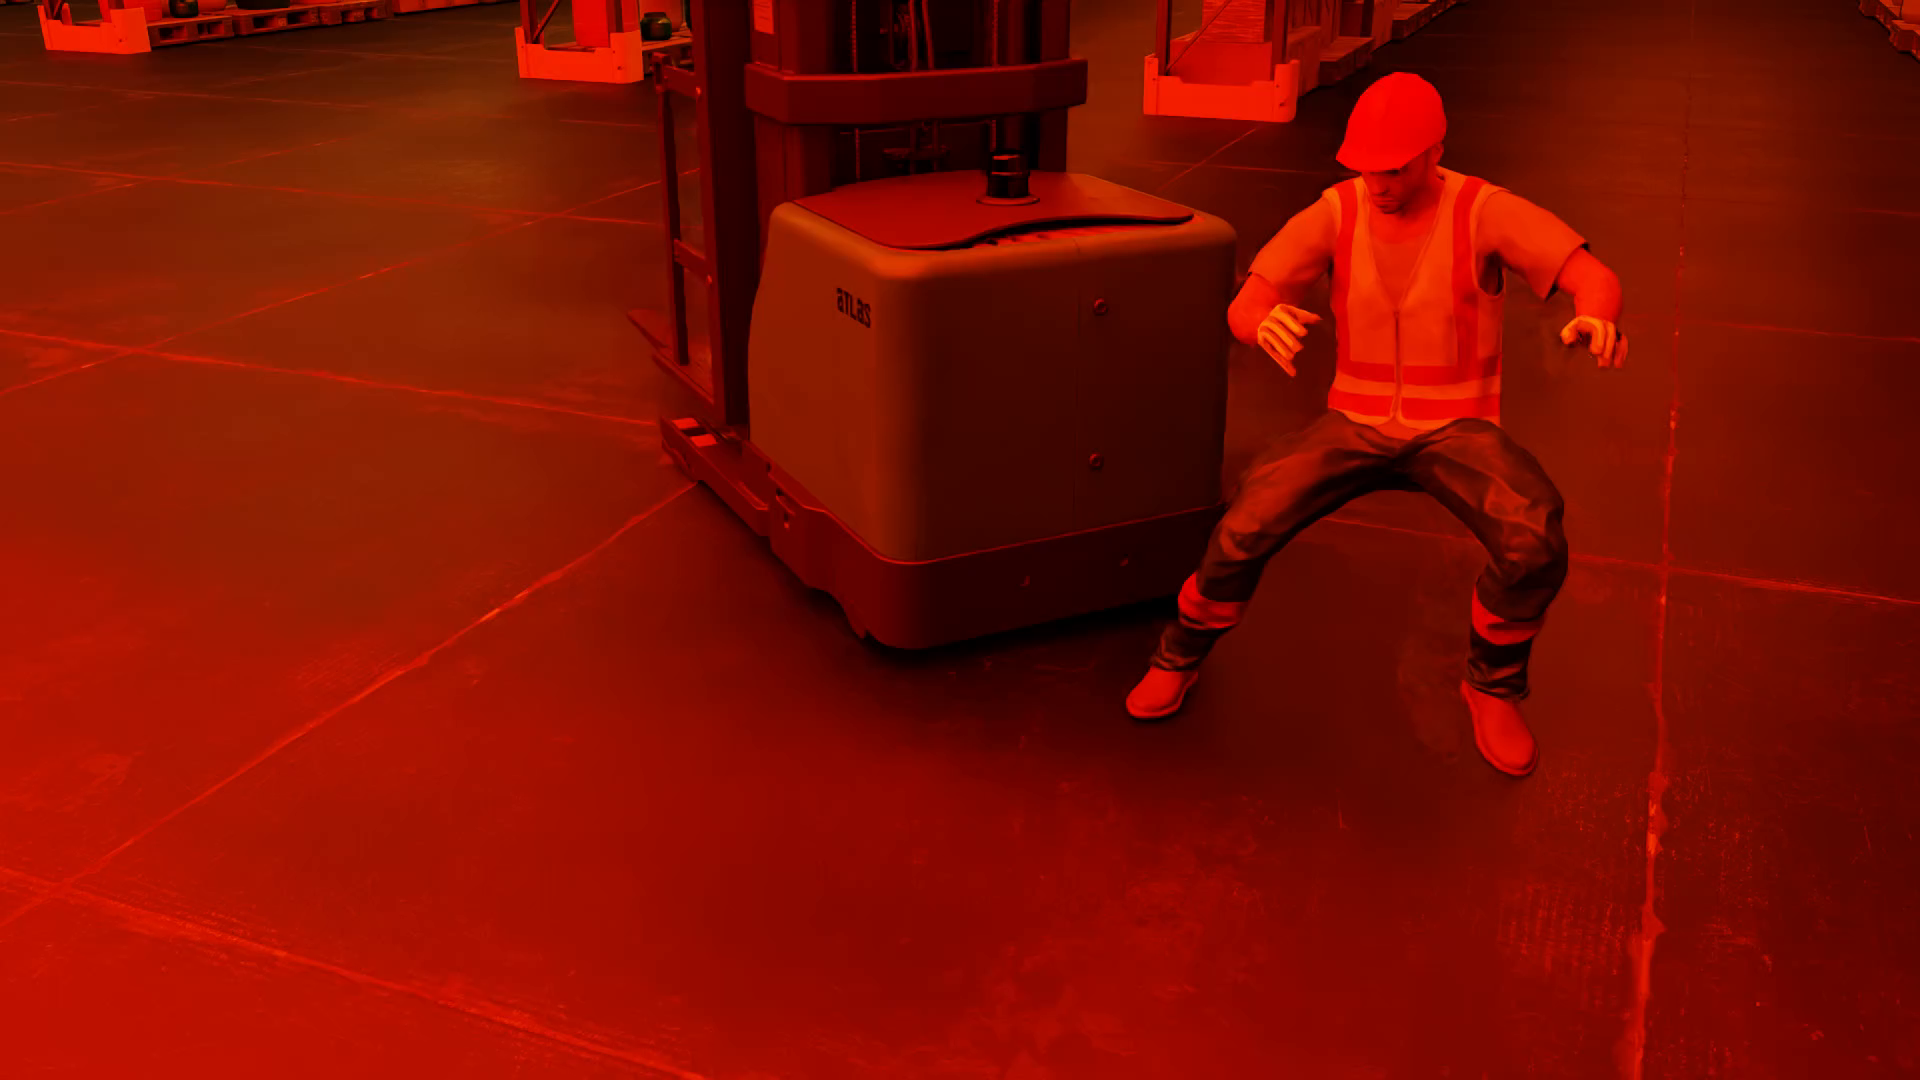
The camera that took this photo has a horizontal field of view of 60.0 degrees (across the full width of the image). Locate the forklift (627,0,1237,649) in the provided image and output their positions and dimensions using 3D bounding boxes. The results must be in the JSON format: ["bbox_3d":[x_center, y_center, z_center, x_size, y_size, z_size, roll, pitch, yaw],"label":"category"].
[{"bbox_3d":[-0.372,-1.605,5.133,1.130,2.935,3.031,-11,25,-24],"label":"forklift"}]

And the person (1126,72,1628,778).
[{"bbox_3d":[0.953,-0.264,3.755,1.025,1.520,0.749,12,25,26],"label":"person"}]
